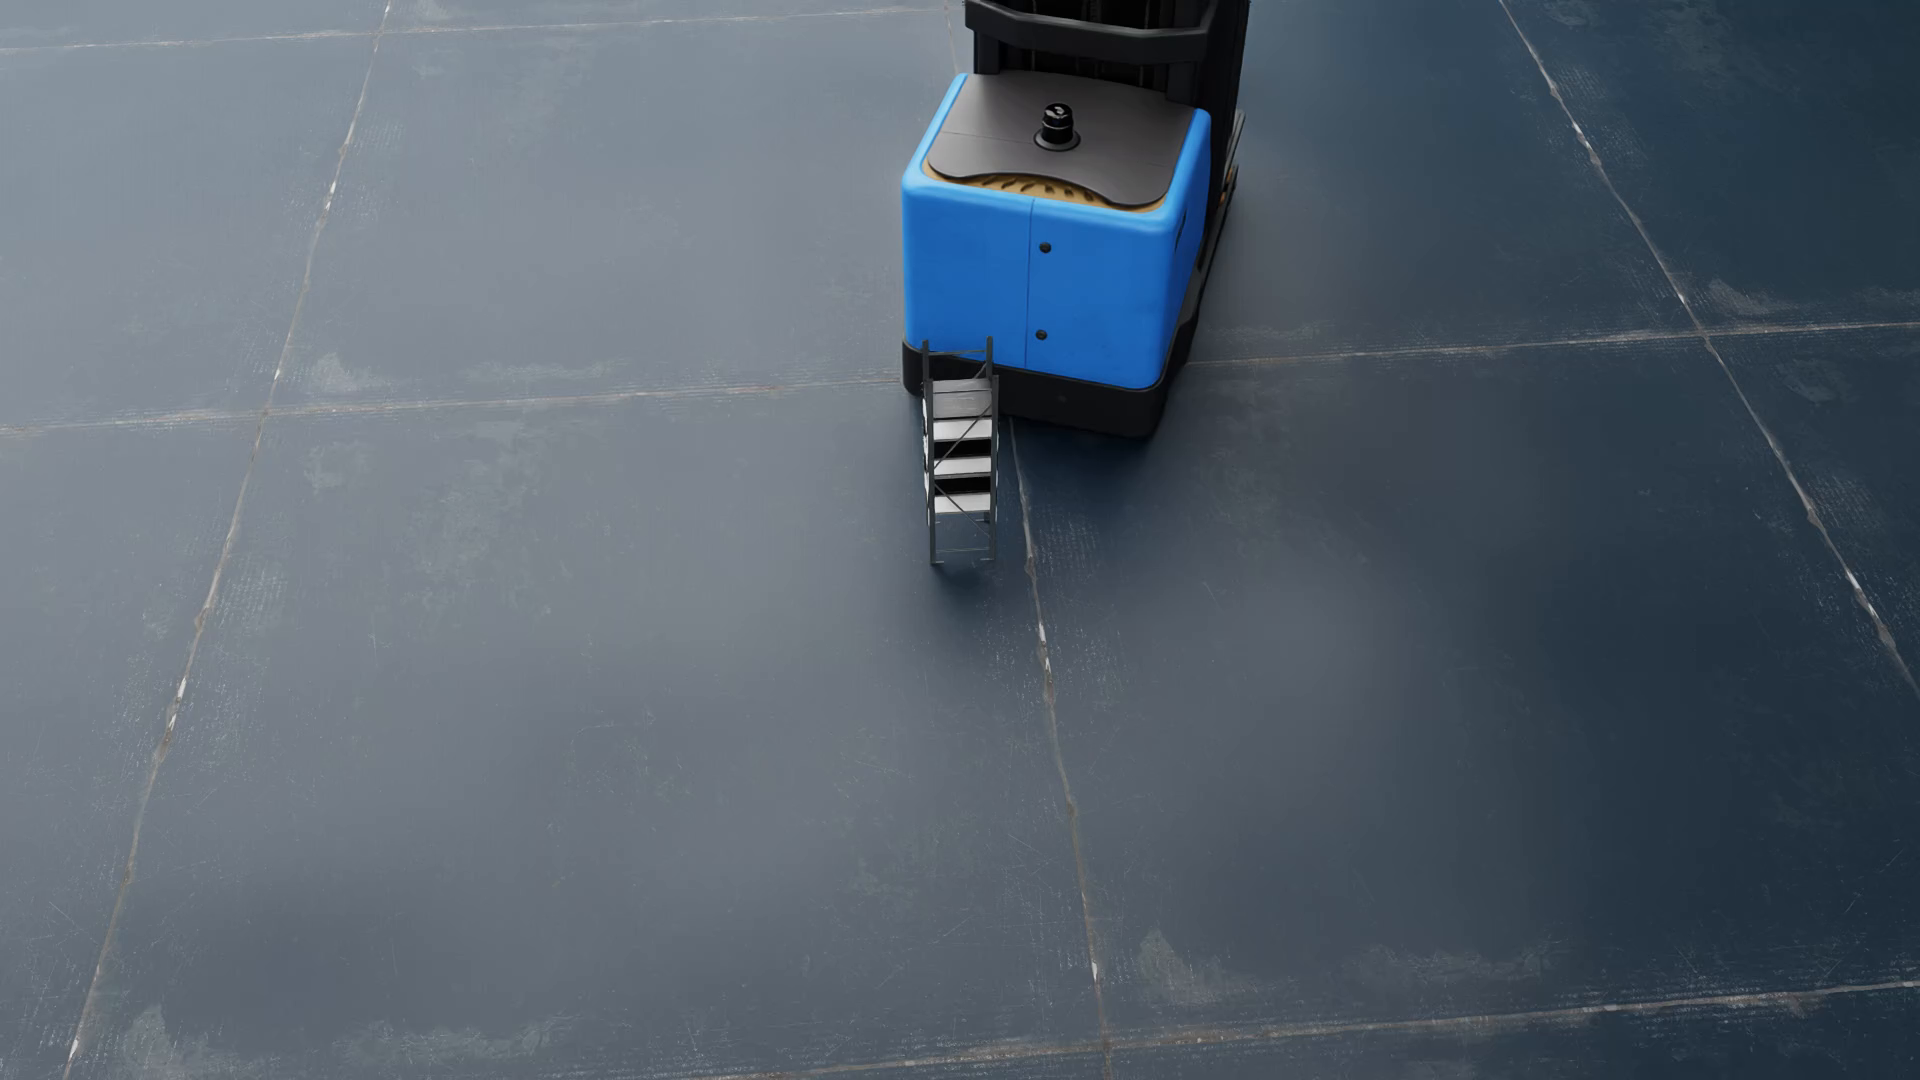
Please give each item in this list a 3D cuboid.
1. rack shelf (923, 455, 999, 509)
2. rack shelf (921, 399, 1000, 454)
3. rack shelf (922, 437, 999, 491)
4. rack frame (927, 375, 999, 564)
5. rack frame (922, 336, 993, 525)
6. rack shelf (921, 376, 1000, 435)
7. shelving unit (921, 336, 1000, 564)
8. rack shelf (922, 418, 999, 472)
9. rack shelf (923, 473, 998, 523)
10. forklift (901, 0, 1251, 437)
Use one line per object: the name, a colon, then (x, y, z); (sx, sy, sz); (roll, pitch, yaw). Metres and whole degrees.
rack shelf: (0.001, -0.219, 6.007); (0.258, 0.077, 0.200); (-3, 47, -3)
rack shelf: (0.001, -0.404, 5.811); (0.258, 0.077, 0.200); (-3, 47, -3)
rack shelf: (0.001, -0.281, 5.942); (0.258, 0.077, 0.200); (-3, 47, -3)
rack frame: (0.009, -0.230, 5.848); (0.240, 0.900, 0.006); (-3, 47, -3)
rack frame: (-0.008, -0.377, 5.987); (0.240, 0.900, 0.006); (-3, 47, -3)
rack shelf: (0.001, -0.466, 5.746); (0.258, 0.077, 0.200); (-3, 47, -3)
shelving unit: (0.001, -0.304, 5.918); (0.258, 0.900, 0.210); (-3, 47, -3)
rack shelf: (0.001, -0.343, 5.877); (0.258, 0.077, 0.200); (-3, 47, -3)
rack shelf: (0.001, -0.157, 6.073); (0.258, 0.077, 0.200); (-3, 47, -3)
forklift: (0.660, -2.504, 6.603); (1.130, 2.935, 3.031); (12, 48, 11)
